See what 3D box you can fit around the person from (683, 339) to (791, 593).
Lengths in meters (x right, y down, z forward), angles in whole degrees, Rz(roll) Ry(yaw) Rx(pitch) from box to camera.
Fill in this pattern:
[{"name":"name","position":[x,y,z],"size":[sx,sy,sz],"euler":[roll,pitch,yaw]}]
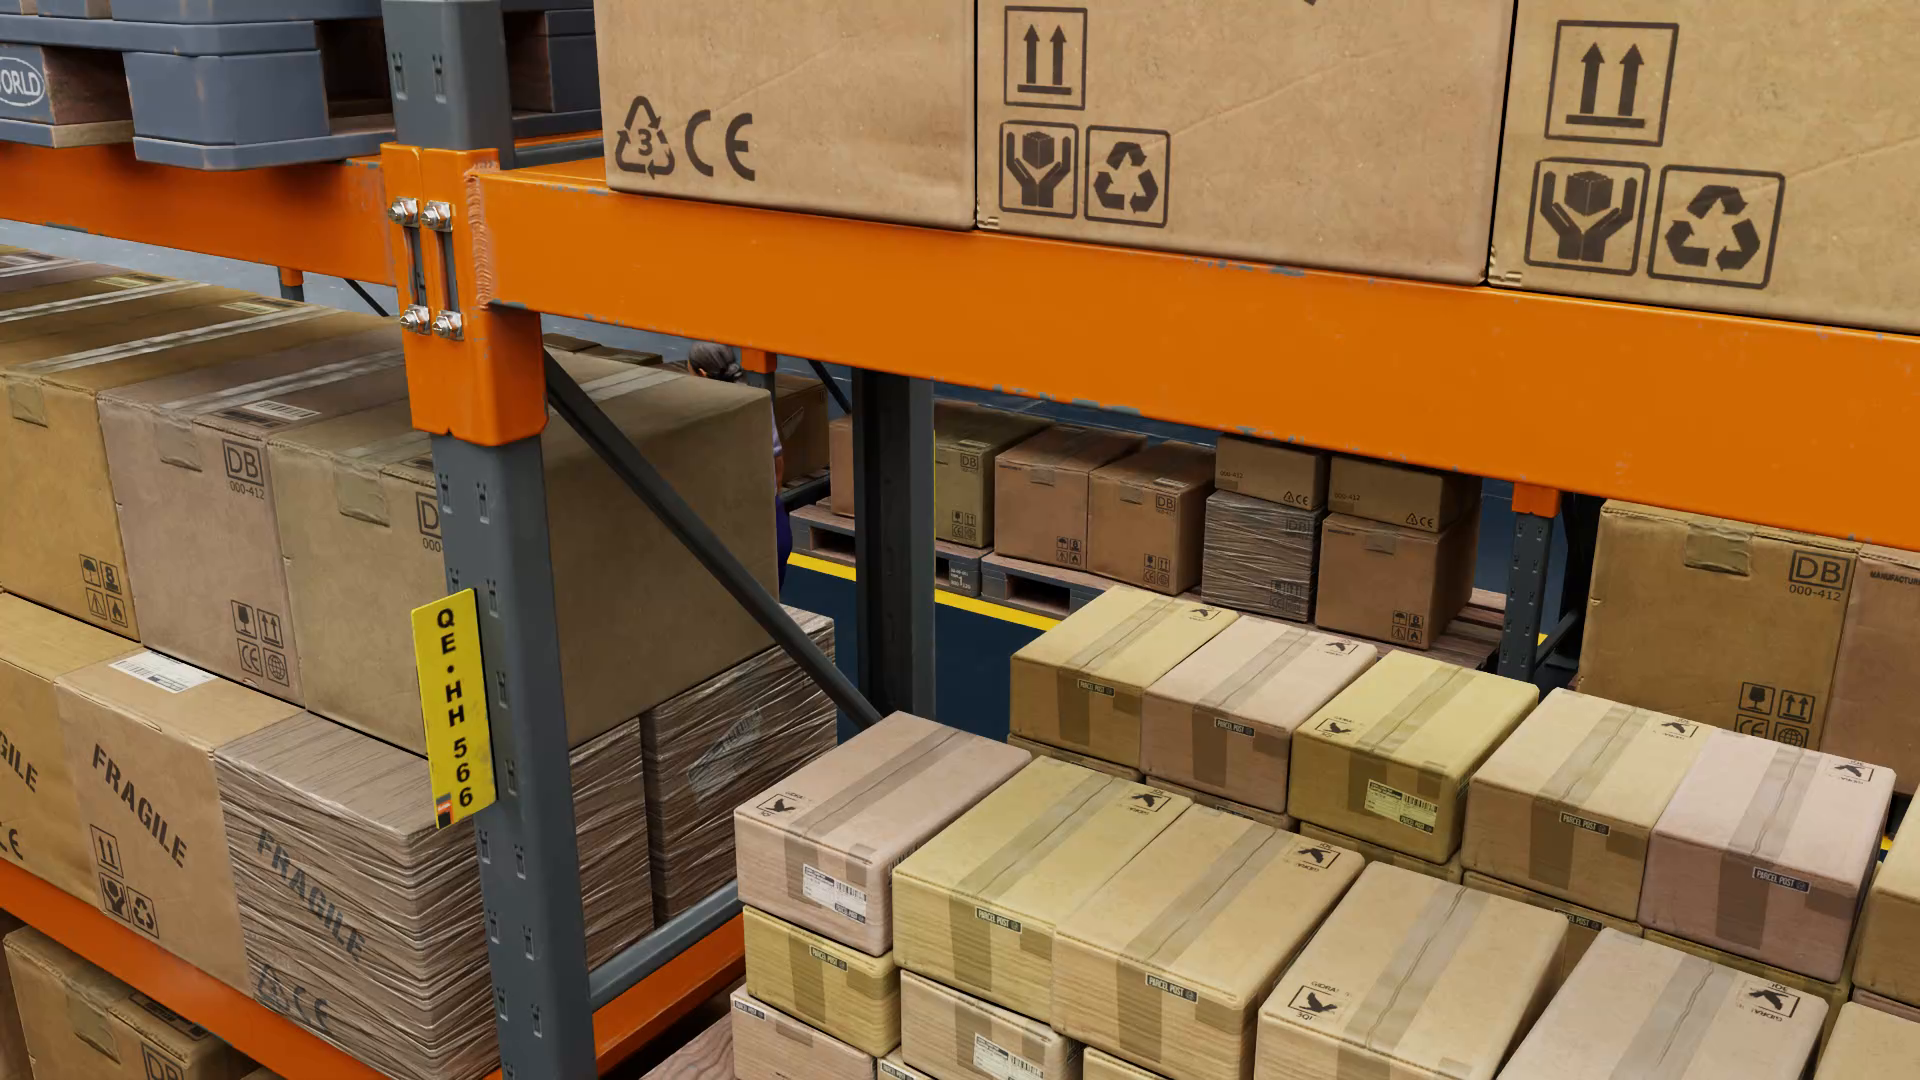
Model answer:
[{"name":"person","position":[-0.915,-0.004,6.596],"size":[0.399,1.651,0.550],"euler":[13,23,31]}]
